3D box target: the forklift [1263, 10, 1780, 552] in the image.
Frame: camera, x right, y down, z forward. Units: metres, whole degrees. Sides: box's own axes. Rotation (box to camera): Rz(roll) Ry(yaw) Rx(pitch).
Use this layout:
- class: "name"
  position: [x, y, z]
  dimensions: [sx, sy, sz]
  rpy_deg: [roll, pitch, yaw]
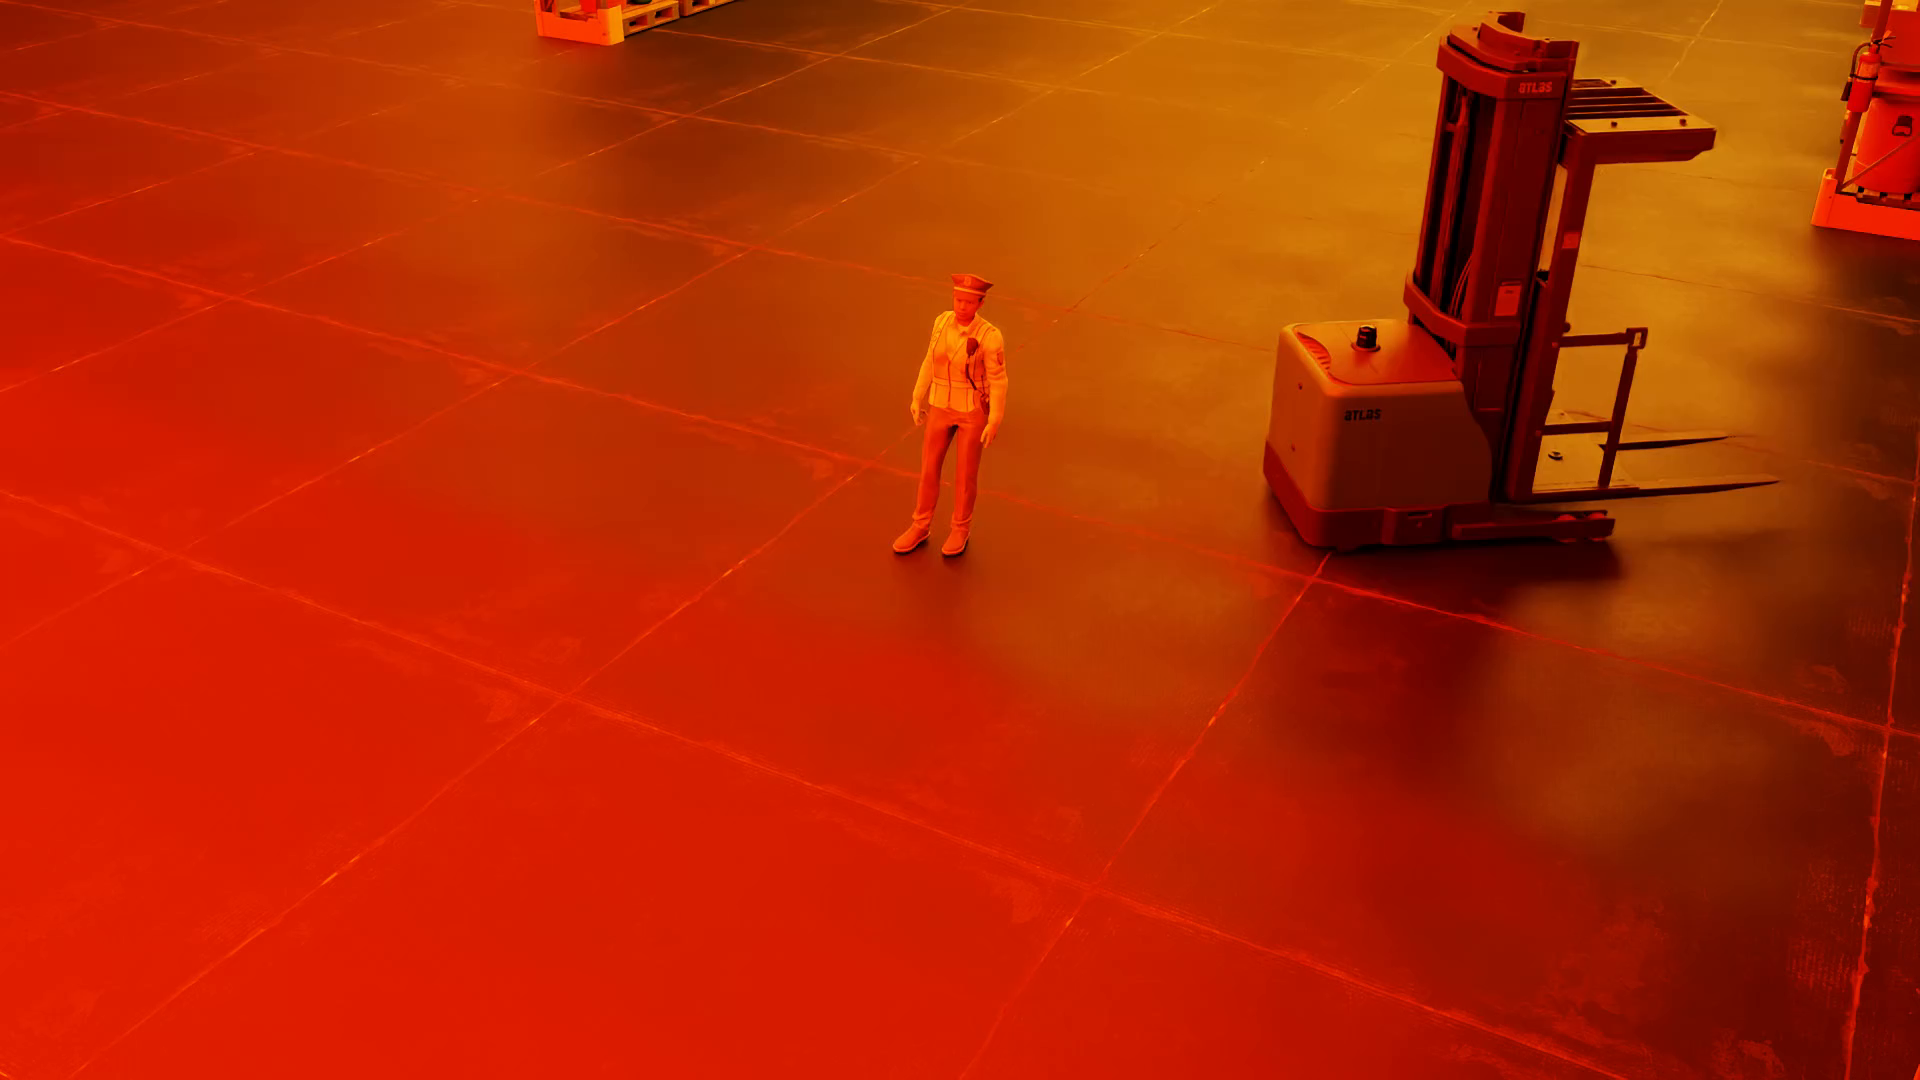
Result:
- class: "forklift"
  position: [3.486, -1.512, 9.691]
  dimensions: [3.031, 2.935, 1.130]
  rpy_deg: [-4, 30, -6]

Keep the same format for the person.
- class: "person"
  position: [-0.039, -0.712, 9.527]
  dimensions: [0.588, 1.695, 0.531]
  rpy_deg: [15, 33, 25]
